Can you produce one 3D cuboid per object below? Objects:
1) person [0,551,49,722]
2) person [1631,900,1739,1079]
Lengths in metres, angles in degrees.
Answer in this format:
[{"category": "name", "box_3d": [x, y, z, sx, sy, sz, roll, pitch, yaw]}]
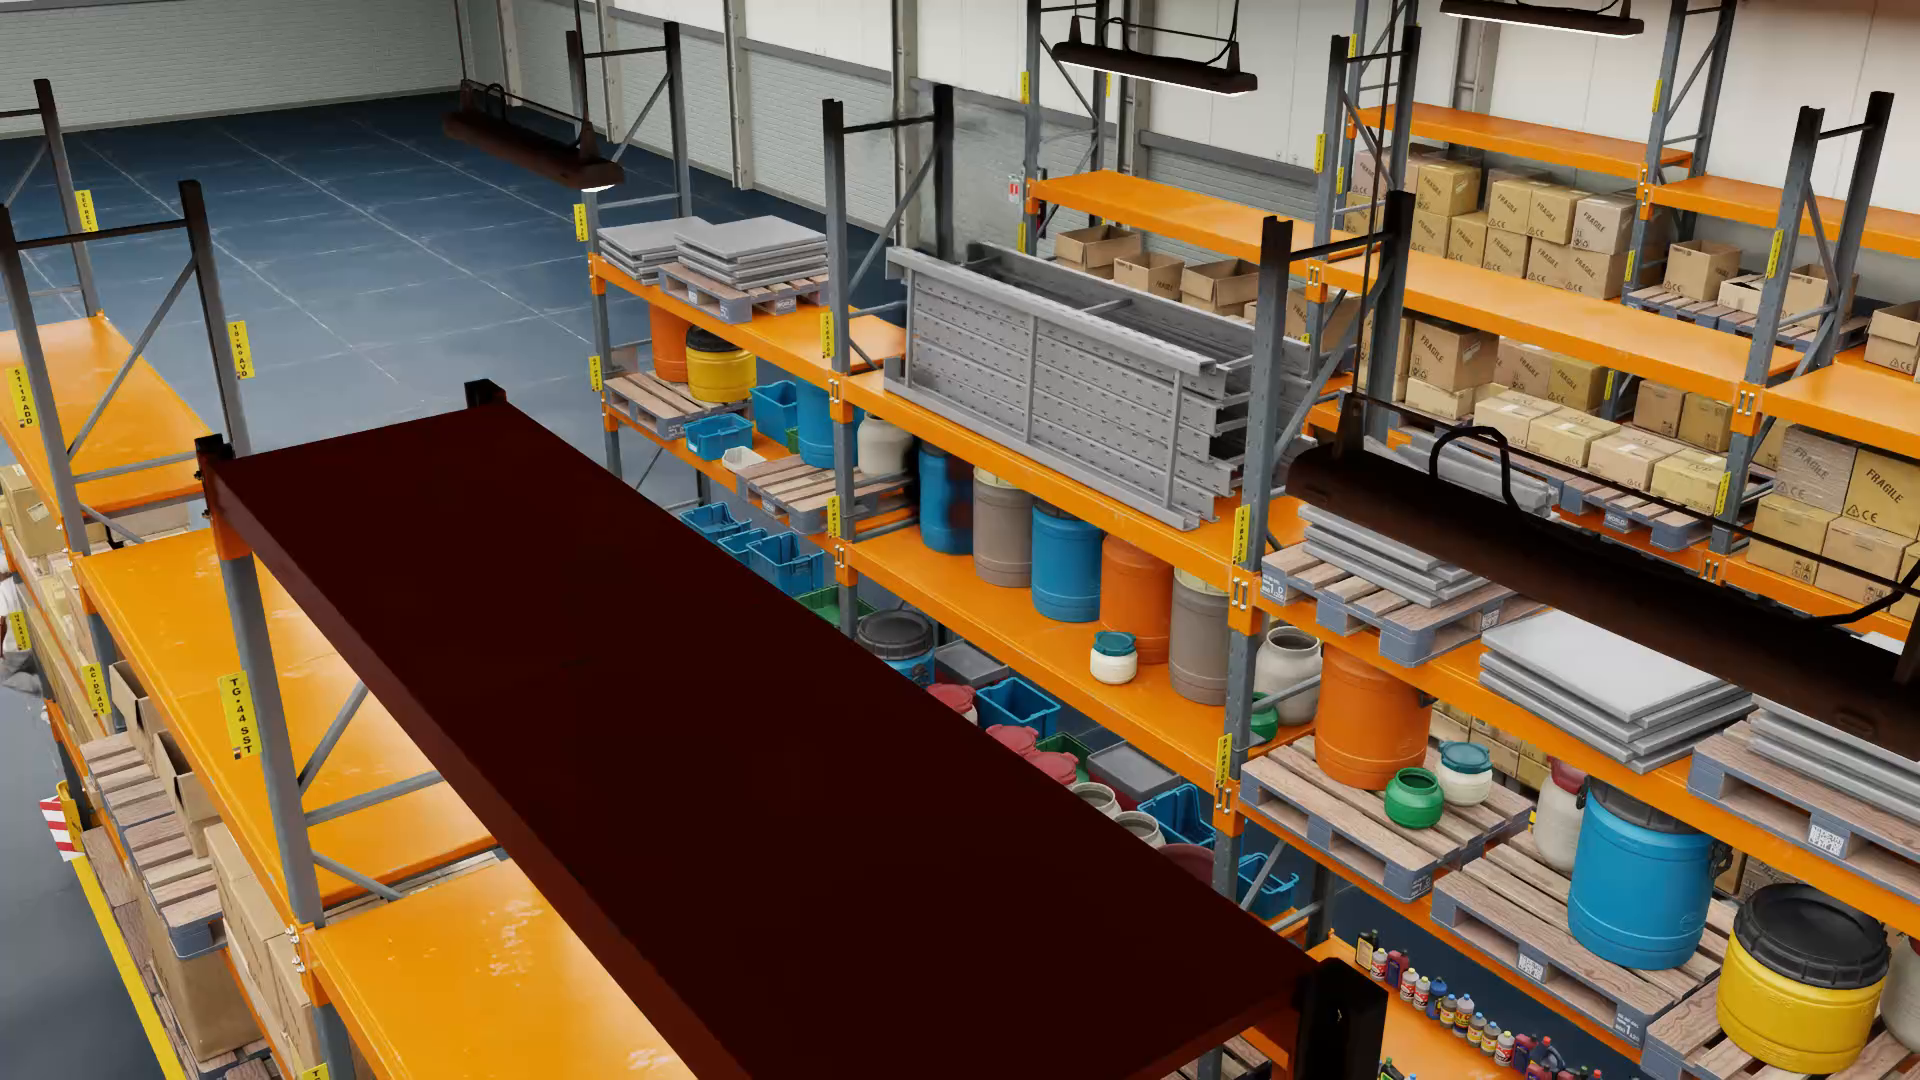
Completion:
[{"category": "person", "box_3d": [-8.482, 0.907, 14.990, 0.648, 1.722, 0.735, 5, 25, 11]}, {"category": "person", "box_3d": [4.670, 3.017, 10.399, 0.610, 1.681, 0.839, -16, 29, -30]}]
